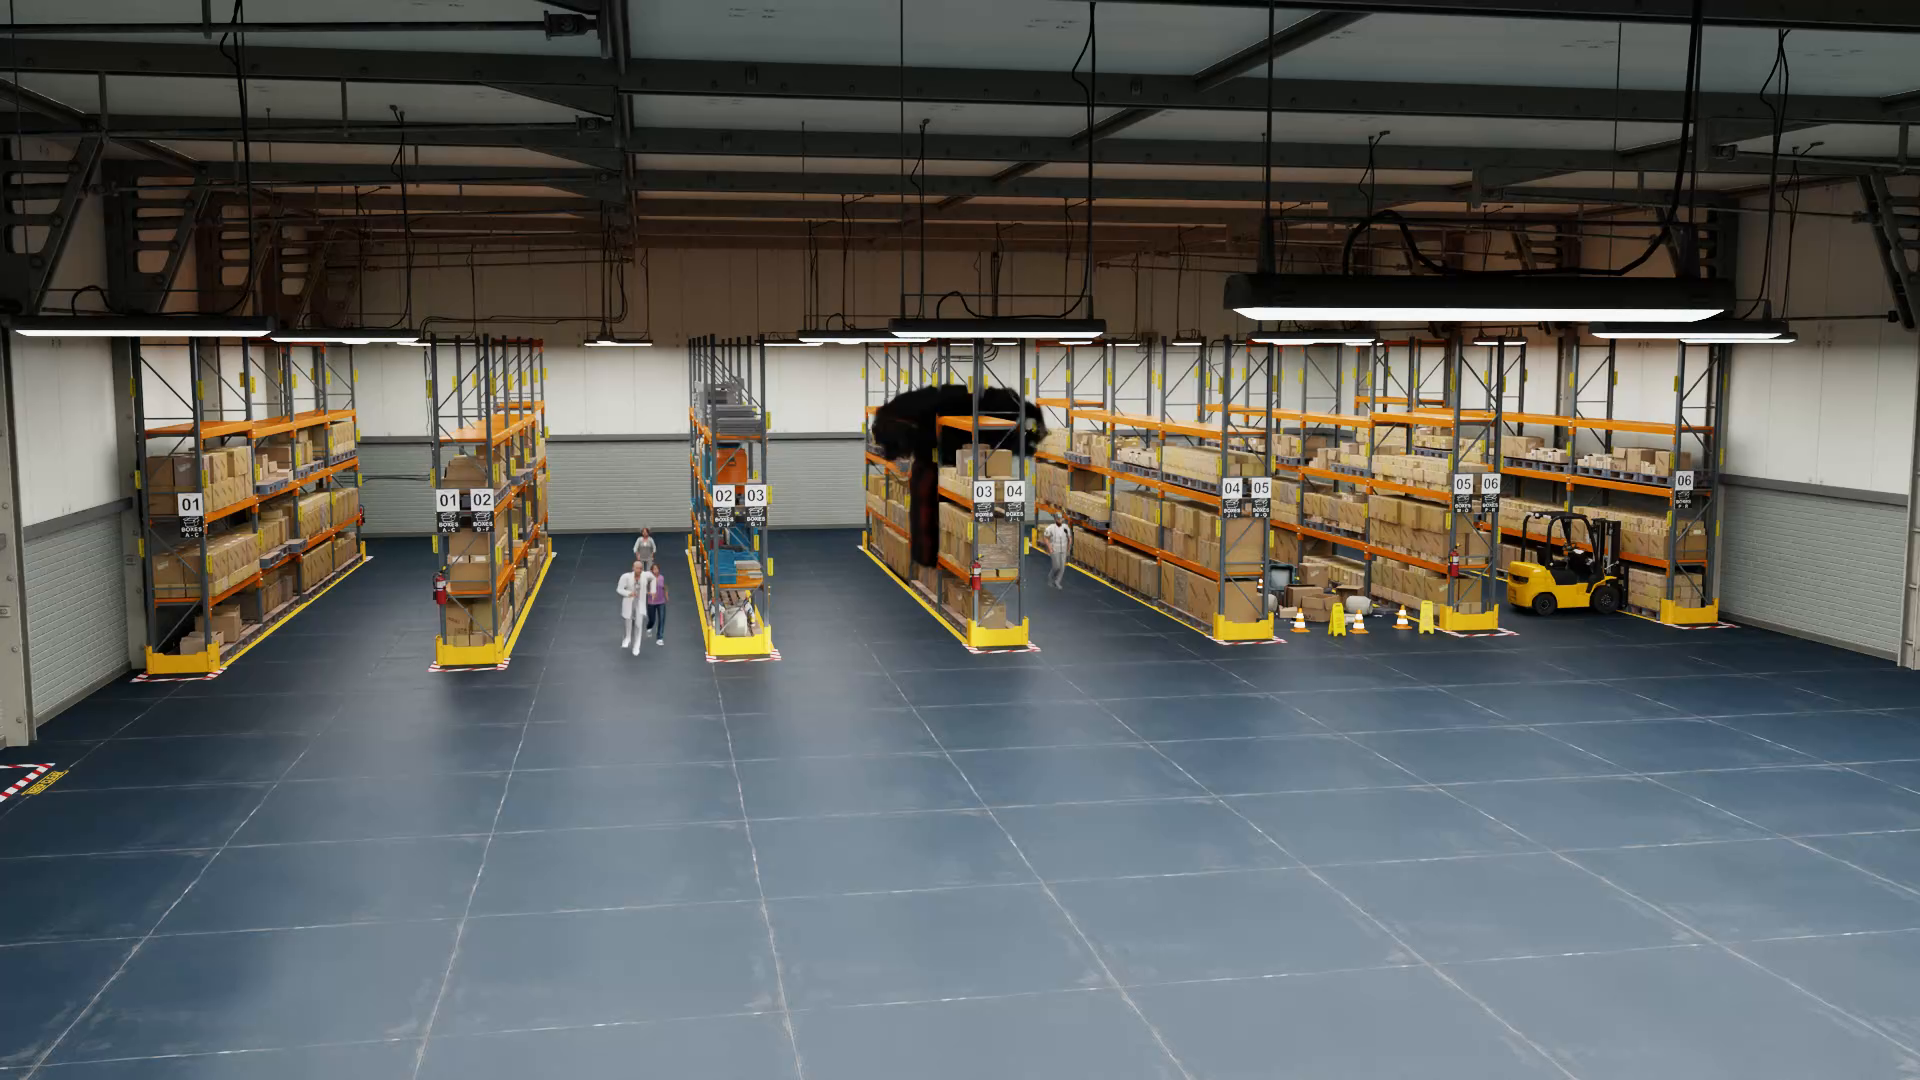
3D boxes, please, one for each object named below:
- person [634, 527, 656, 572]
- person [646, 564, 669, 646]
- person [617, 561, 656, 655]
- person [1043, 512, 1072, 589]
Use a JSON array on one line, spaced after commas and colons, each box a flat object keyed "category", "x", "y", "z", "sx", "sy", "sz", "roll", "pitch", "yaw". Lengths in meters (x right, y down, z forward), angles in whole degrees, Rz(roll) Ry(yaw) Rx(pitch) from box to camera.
[{"category": "person", "x": -7.388, "y": 0.528, "z": 39.032, "sx": 0.517, "sy": 1.461, "sz": 0.528, "roll": -1, "pitch": 7, "yaw": -11}, {"category": "person", "x": -5.926, "y": 1.240, "z": 32.423, "sx": 0.548, "sy": 1.568, "sz": 0.739, "roll": -3, "pitch": 7, "yaw": -25}, {"category": "person", "x": -6.144, "y": 1.283, "z": 31.582, "sx": 0.772, "sy": 1.821, "sz": 0.947, "roll": -2, "pitch": 7, "yaw": -19}, {"category": "person", "x": 2.260, "y": 0.248, "z": 37.763, "sx": 0.649, "sy": 1.779, "sz": 0.589, "roll": -2, "pitch": 7, "yaw": -18}]
